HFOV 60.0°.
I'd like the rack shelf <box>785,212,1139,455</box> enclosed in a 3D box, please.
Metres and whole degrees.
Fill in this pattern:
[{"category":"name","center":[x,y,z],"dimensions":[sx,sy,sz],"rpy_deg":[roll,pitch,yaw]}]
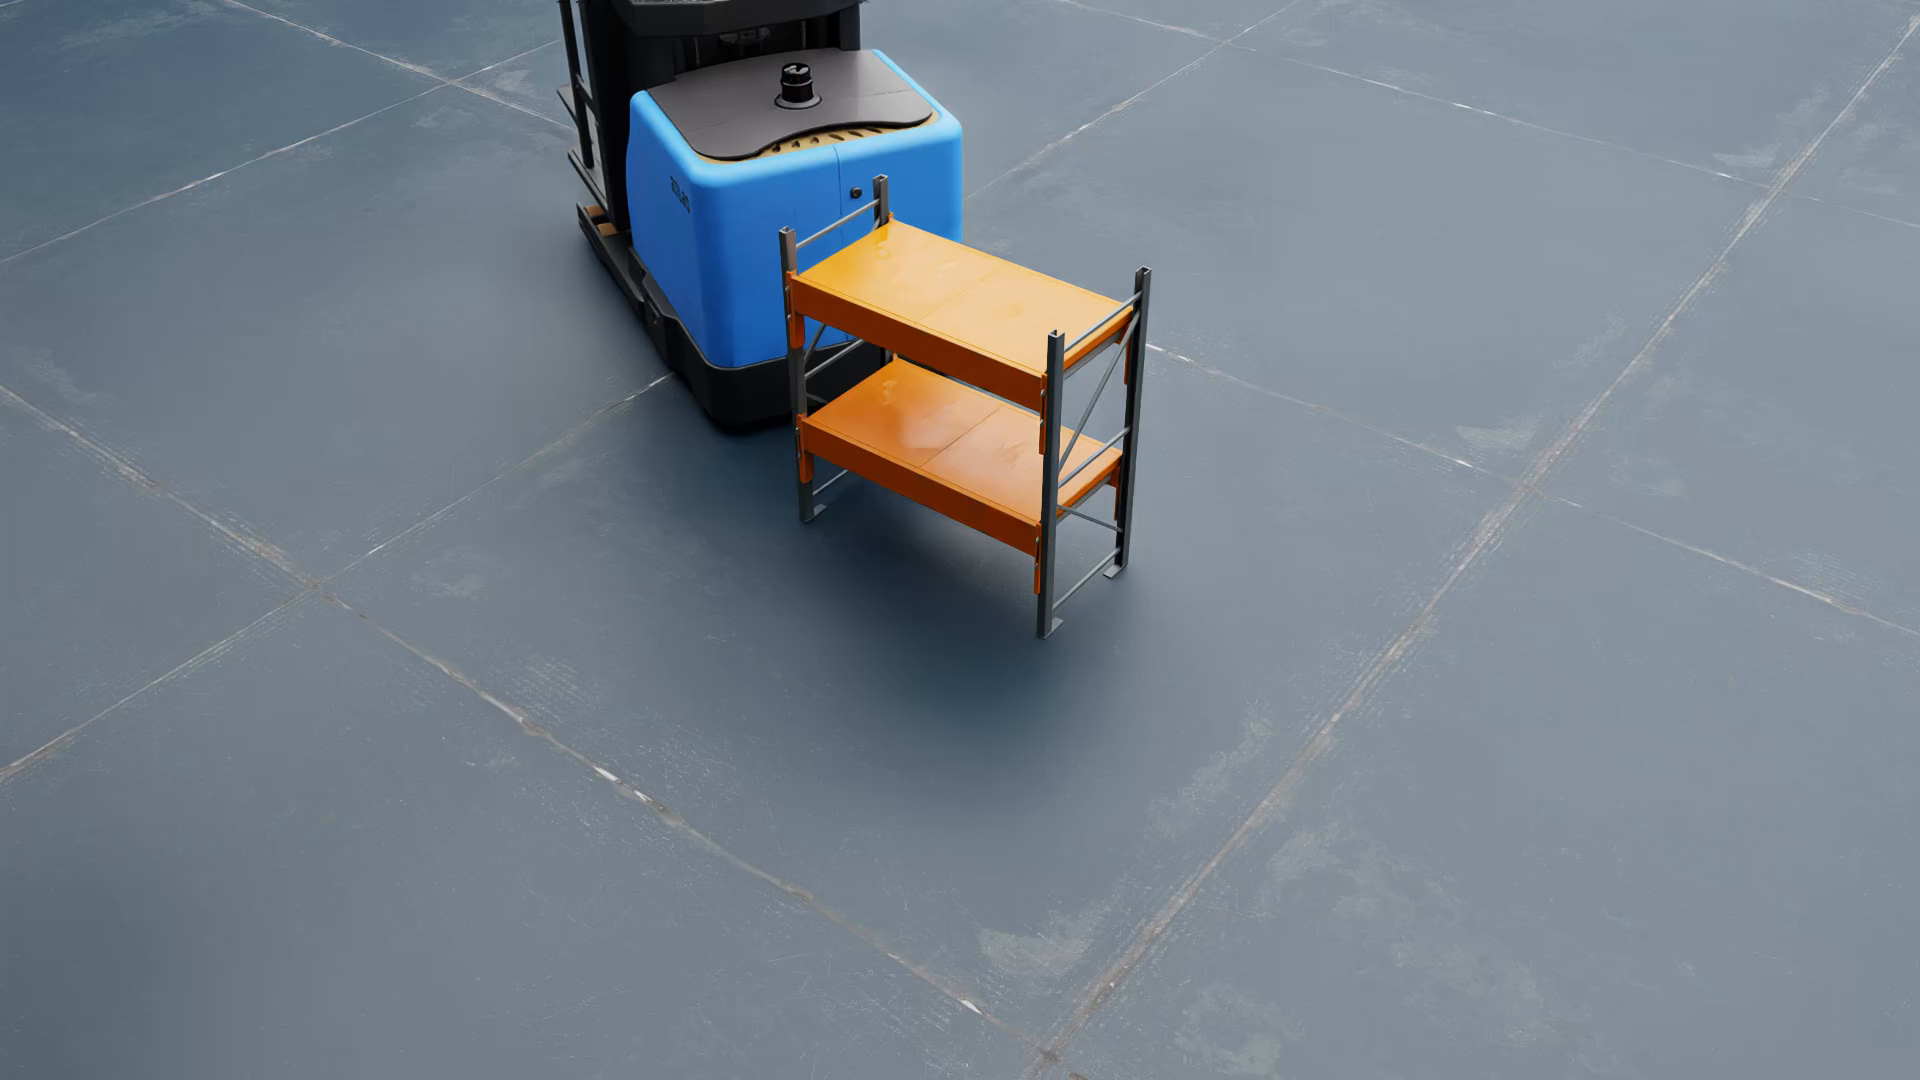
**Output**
[{"category":"rack shelf","center":[0.005,-0.671,5.220],"dimensions":[1.000,0.278,0.538],"rpy_deg":[25,45,29]}]

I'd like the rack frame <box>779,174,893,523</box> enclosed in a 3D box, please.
[{"category":"rack frame","center":[-0.398,-0.631,5.643],"dimensions":[0.032,1.125,0.500],"rpy_deg":[25,45,29]}]

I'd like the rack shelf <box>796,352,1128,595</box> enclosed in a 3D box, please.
[{"category":"rack shelf","center":[0.005,-0.248,5.551],"dimensions":[1.000,0.278,0.538],"rpy_deg":[25,45,29]}]

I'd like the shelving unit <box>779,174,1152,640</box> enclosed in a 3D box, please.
[{"category":"shelving unit","center":[0.005,-0.440,5.400],"dimensions":[1.048,1.125,0.538],"rpy_deg":[25,45,29]}]

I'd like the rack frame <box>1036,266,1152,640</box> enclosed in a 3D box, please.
[{"category":"rack frame","center":[0.409,-0.250,5.157],"dimensions":[0.032,1.125,0.500],"rpy_deg":[25,45,29]}]

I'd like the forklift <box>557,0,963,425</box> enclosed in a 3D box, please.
[{"category":"forklift","center":[-1.057,-2.486,6.548],"dimensions":[1.130,2.935,3.031],"rpy_deg":[-16,41,-20]}]
